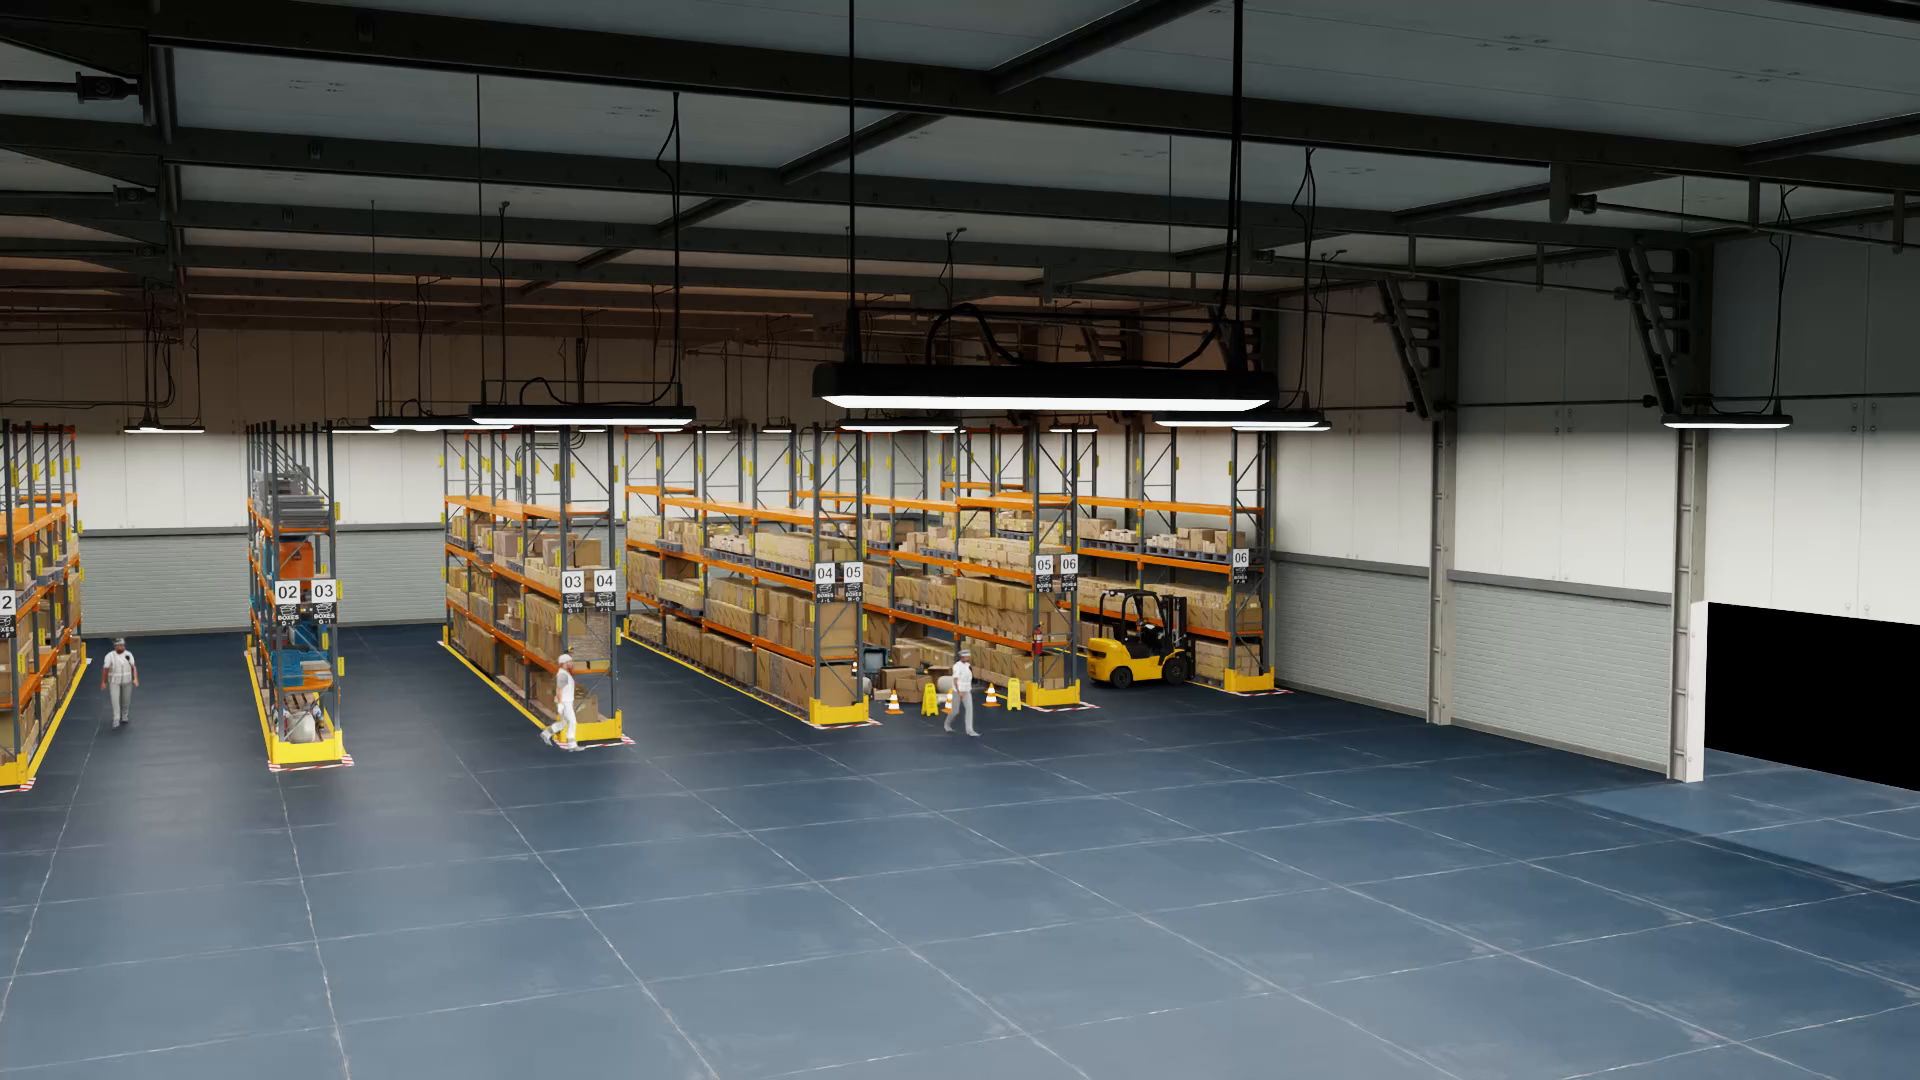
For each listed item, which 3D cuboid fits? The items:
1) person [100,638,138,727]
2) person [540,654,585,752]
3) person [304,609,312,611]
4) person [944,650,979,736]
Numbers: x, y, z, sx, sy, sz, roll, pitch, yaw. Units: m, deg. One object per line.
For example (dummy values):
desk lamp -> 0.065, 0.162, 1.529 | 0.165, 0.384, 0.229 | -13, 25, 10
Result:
person -> -16.612, 2.783, 32.858 | 0.646, 1.704, 1.055 | -2, 4, -34
person -> -7.226, 2.947, 30.121 | 0.879, 1.766, 0.527 | 0, 4, 2
person -> -17.716, 2.031, 45.118 | 0.747, 1.754, 0.557 | -1, 4, -14
person -> 0.053, 2.912, 31.872 | 0.904, 1.624, 0.518 | 3, 5, 44
